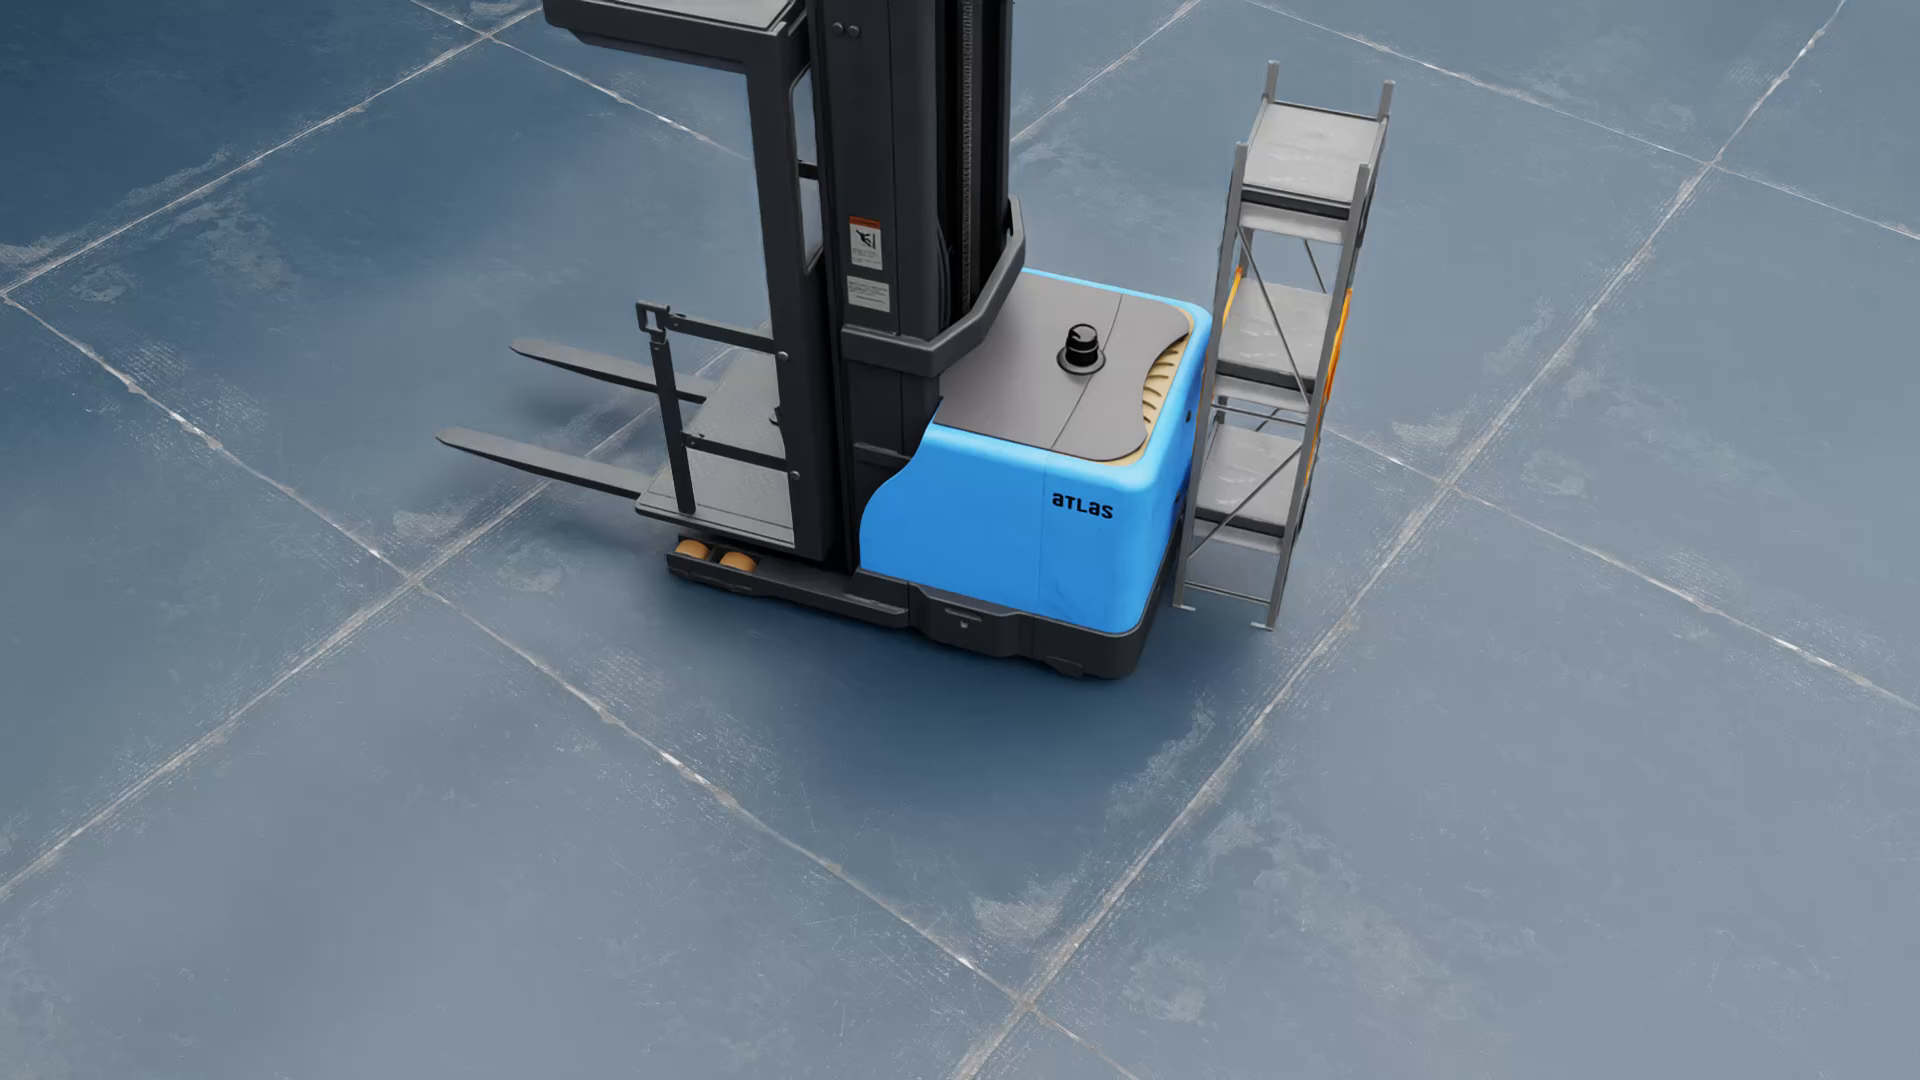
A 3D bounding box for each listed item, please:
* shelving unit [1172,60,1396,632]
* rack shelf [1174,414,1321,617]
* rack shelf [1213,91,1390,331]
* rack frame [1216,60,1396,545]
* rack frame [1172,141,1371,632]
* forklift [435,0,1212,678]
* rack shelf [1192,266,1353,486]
[{"bbox_3d":[1.098,-0.589,5.860,0.431,2.100,0.503,14,48,13],"label":"shelving unit"},{"bbox_3d":[1.098,-0.096,6.376,0.431,0.518,0.480,14,48,13],"label":"rack shelf"},{"bbox_3d":[1.098,-1.063,5.364,0.431,0.518,0.480,14,48,13],"label":"rack shelf"},{"bbox_3d":[1.176,-0.756,6.020,0.400,2.100,0.015,14,48,13],"label":"rack frame"},{"bbox_3d":[1.021,-0.421,5.701,0.400,2.100,0.015,14,48,13],"label":"rack frame"},{"bbox_3d":[-0.628,-1.149,5.821,3.031,2.935,1.130,14,48,13],"label":"forklift"},{"bbox_3d":[1.098,-0.579,5.870,0.431,0.518,0.480,14,48,13],"label":"rack shelf"}]
